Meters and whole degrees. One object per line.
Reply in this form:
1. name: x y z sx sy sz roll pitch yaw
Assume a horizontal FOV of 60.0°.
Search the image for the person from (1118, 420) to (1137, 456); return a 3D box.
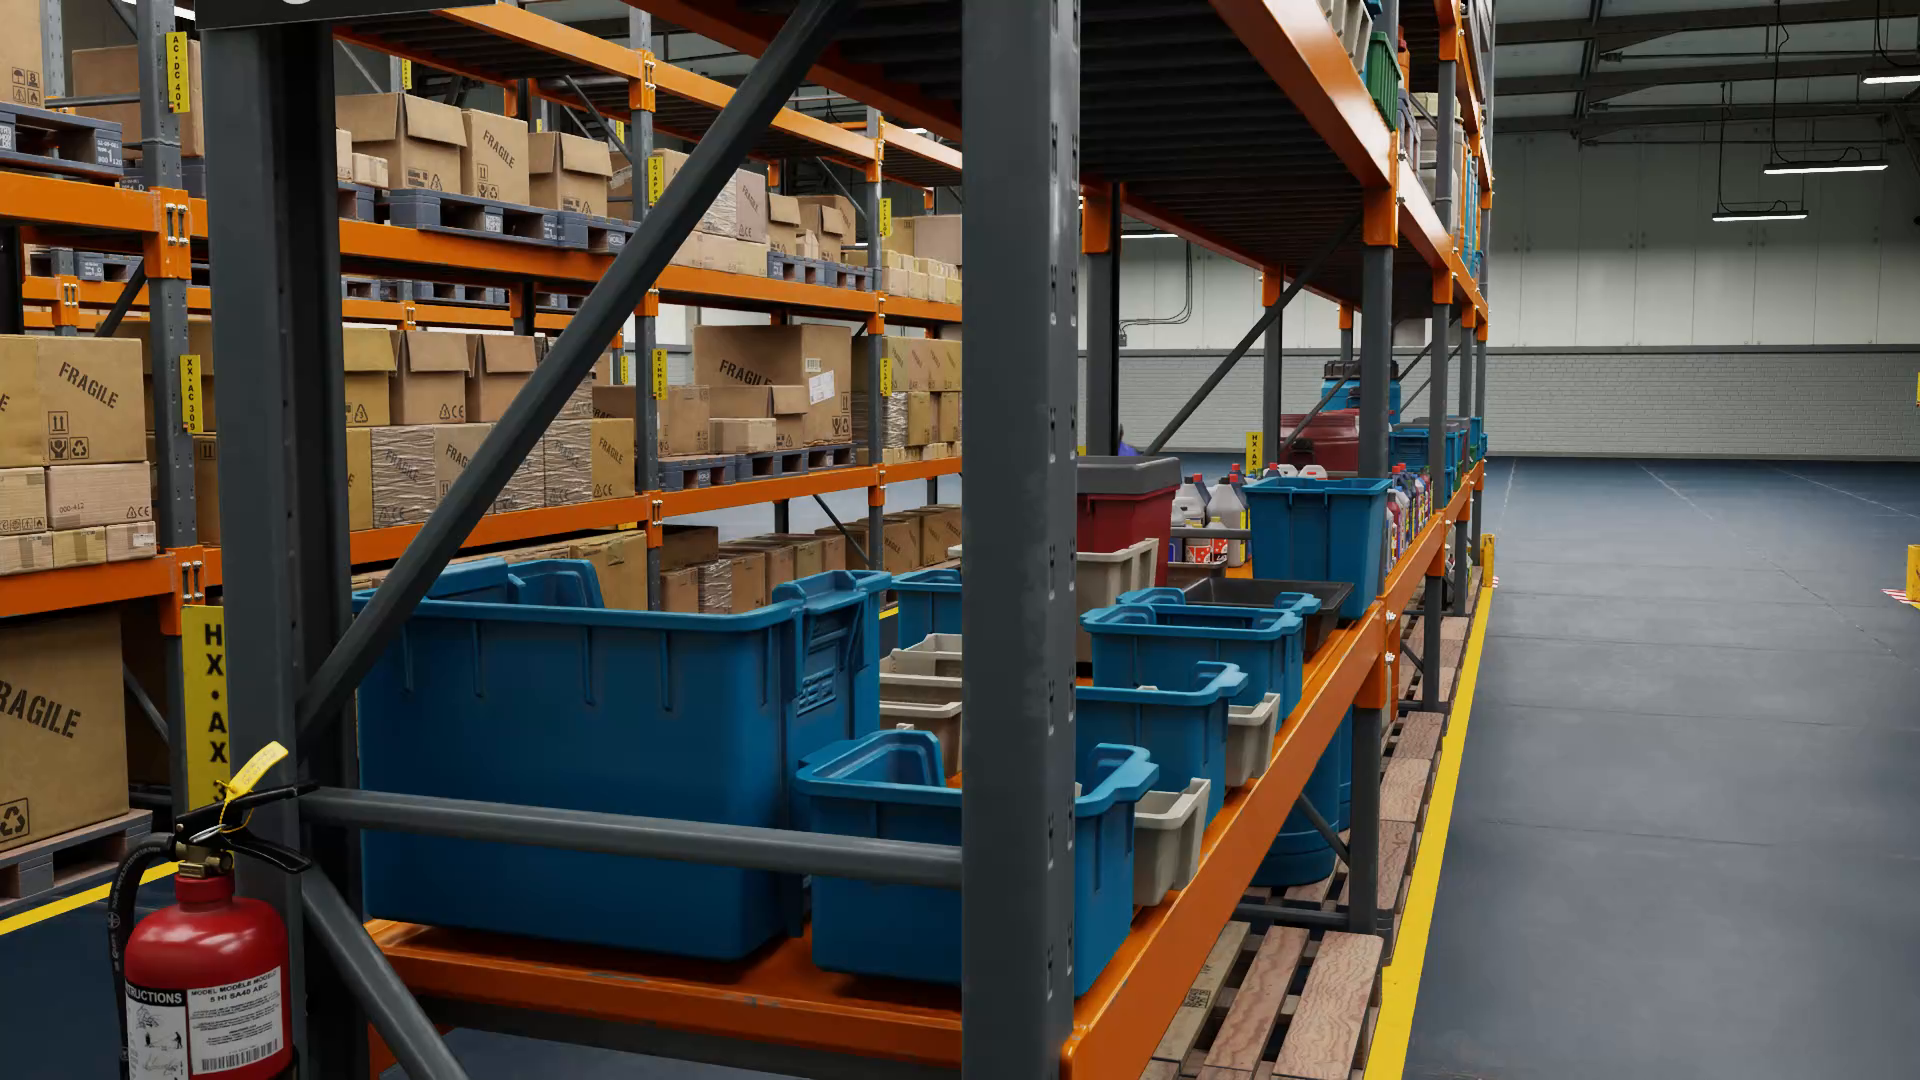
1. person: 1.558 -0.357 16.683 0.482 1.705 0.487 0 5 5
